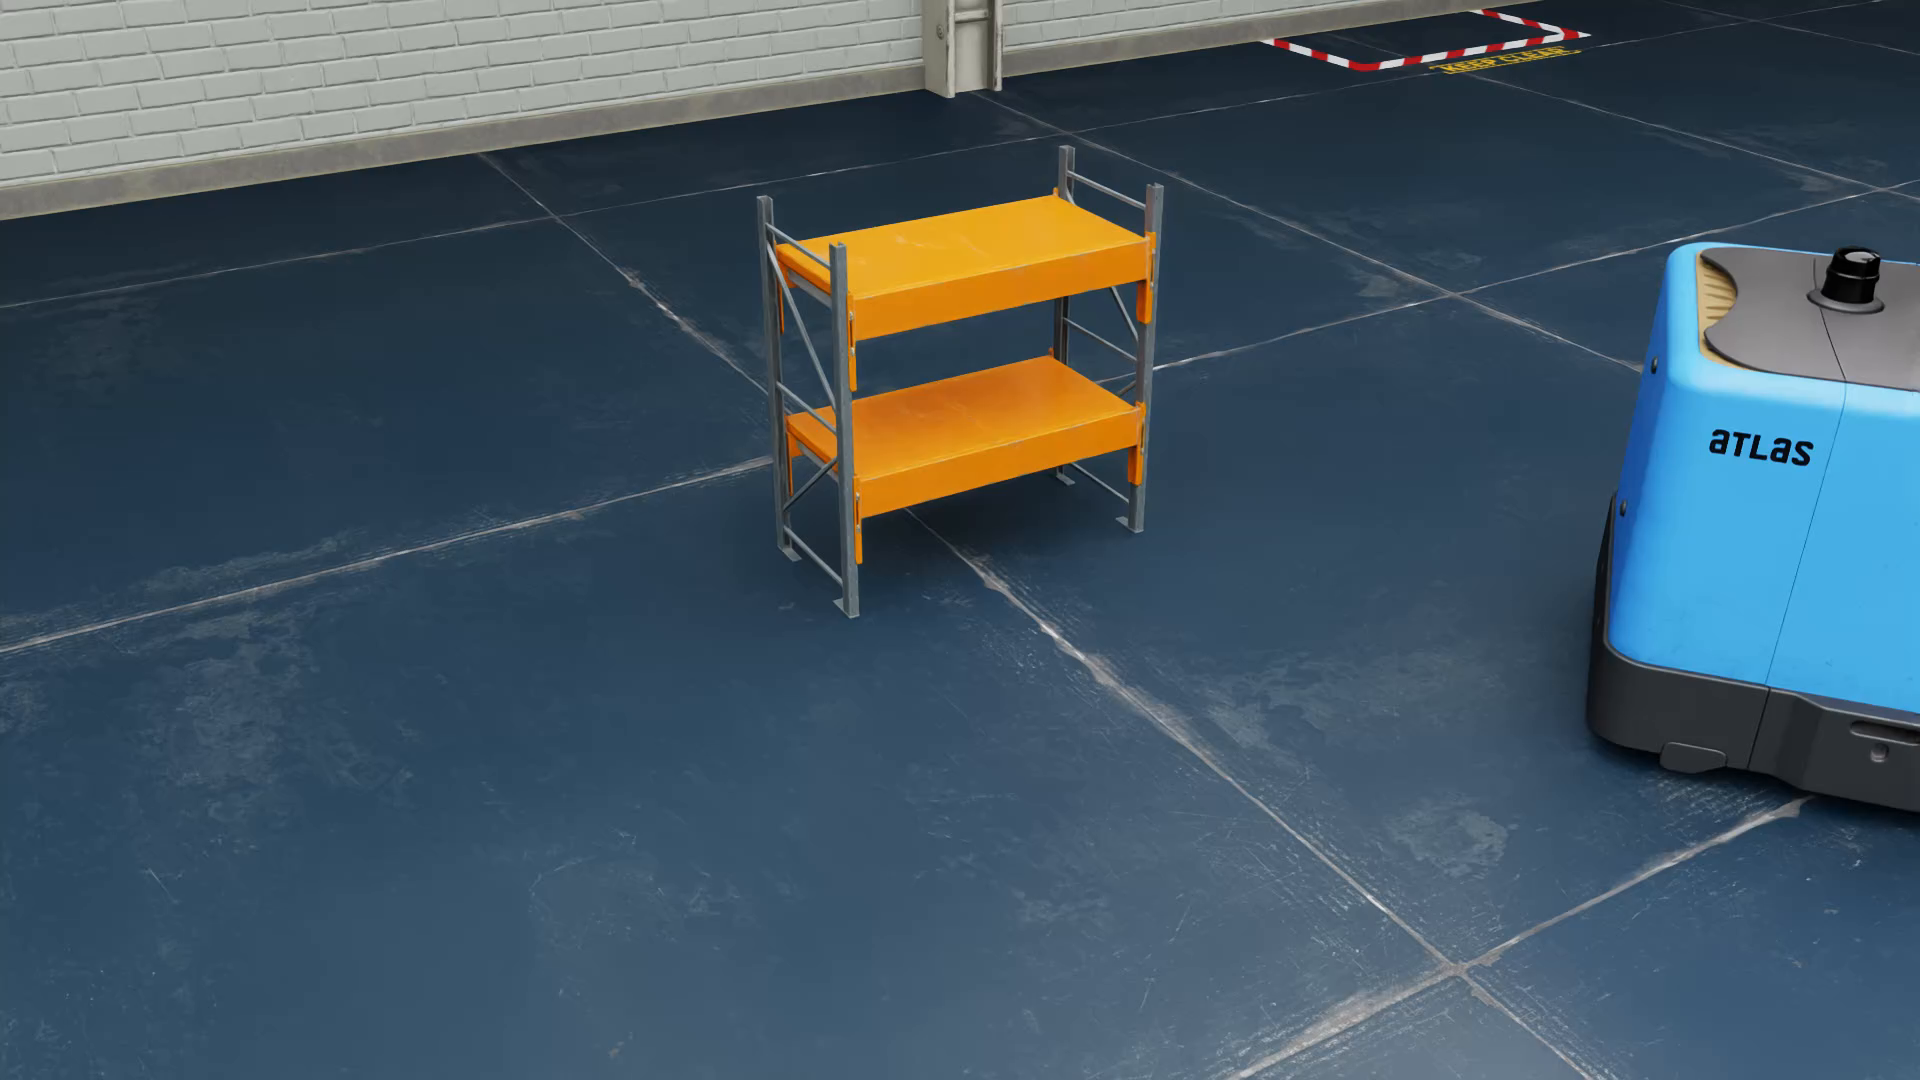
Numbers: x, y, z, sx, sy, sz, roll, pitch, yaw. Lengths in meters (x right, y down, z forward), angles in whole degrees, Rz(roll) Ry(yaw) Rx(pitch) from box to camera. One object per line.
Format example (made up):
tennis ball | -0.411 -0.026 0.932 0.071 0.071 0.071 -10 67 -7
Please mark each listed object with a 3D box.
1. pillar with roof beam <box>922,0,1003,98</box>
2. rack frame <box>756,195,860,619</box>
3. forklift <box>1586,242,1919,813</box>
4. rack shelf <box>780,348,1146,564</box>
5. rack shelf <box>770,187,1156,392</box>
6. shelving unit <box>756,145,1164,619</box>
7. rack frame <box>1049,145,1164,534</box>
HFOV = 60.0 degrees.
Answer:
pillar with roof beam | 2.196 -4.950 4.905 0.400 9.000 9.100 -16 33 -26
rack frame | -0.432 -0.370 4.756 0.032 1.125 0.500 -16 33 -26
forklift | 3.175 -0.700 3.485 3.031 2.935 1.130 10 30 18
rack shelf | 0.006 -0.280 5.099 1.000 0.278 0.538 -16 33 -26
rack shelf | 0.006 -0.750 4.840 1.000 0.278 0.538 -16 33 -26
shelving unit | 0.006 -0.494 4.981 1.048 1.125 0.538 -16 33 -26
rack frame | 0.444 -0.619 5.207 0.032 1.125 0.500 -16 33 -26
